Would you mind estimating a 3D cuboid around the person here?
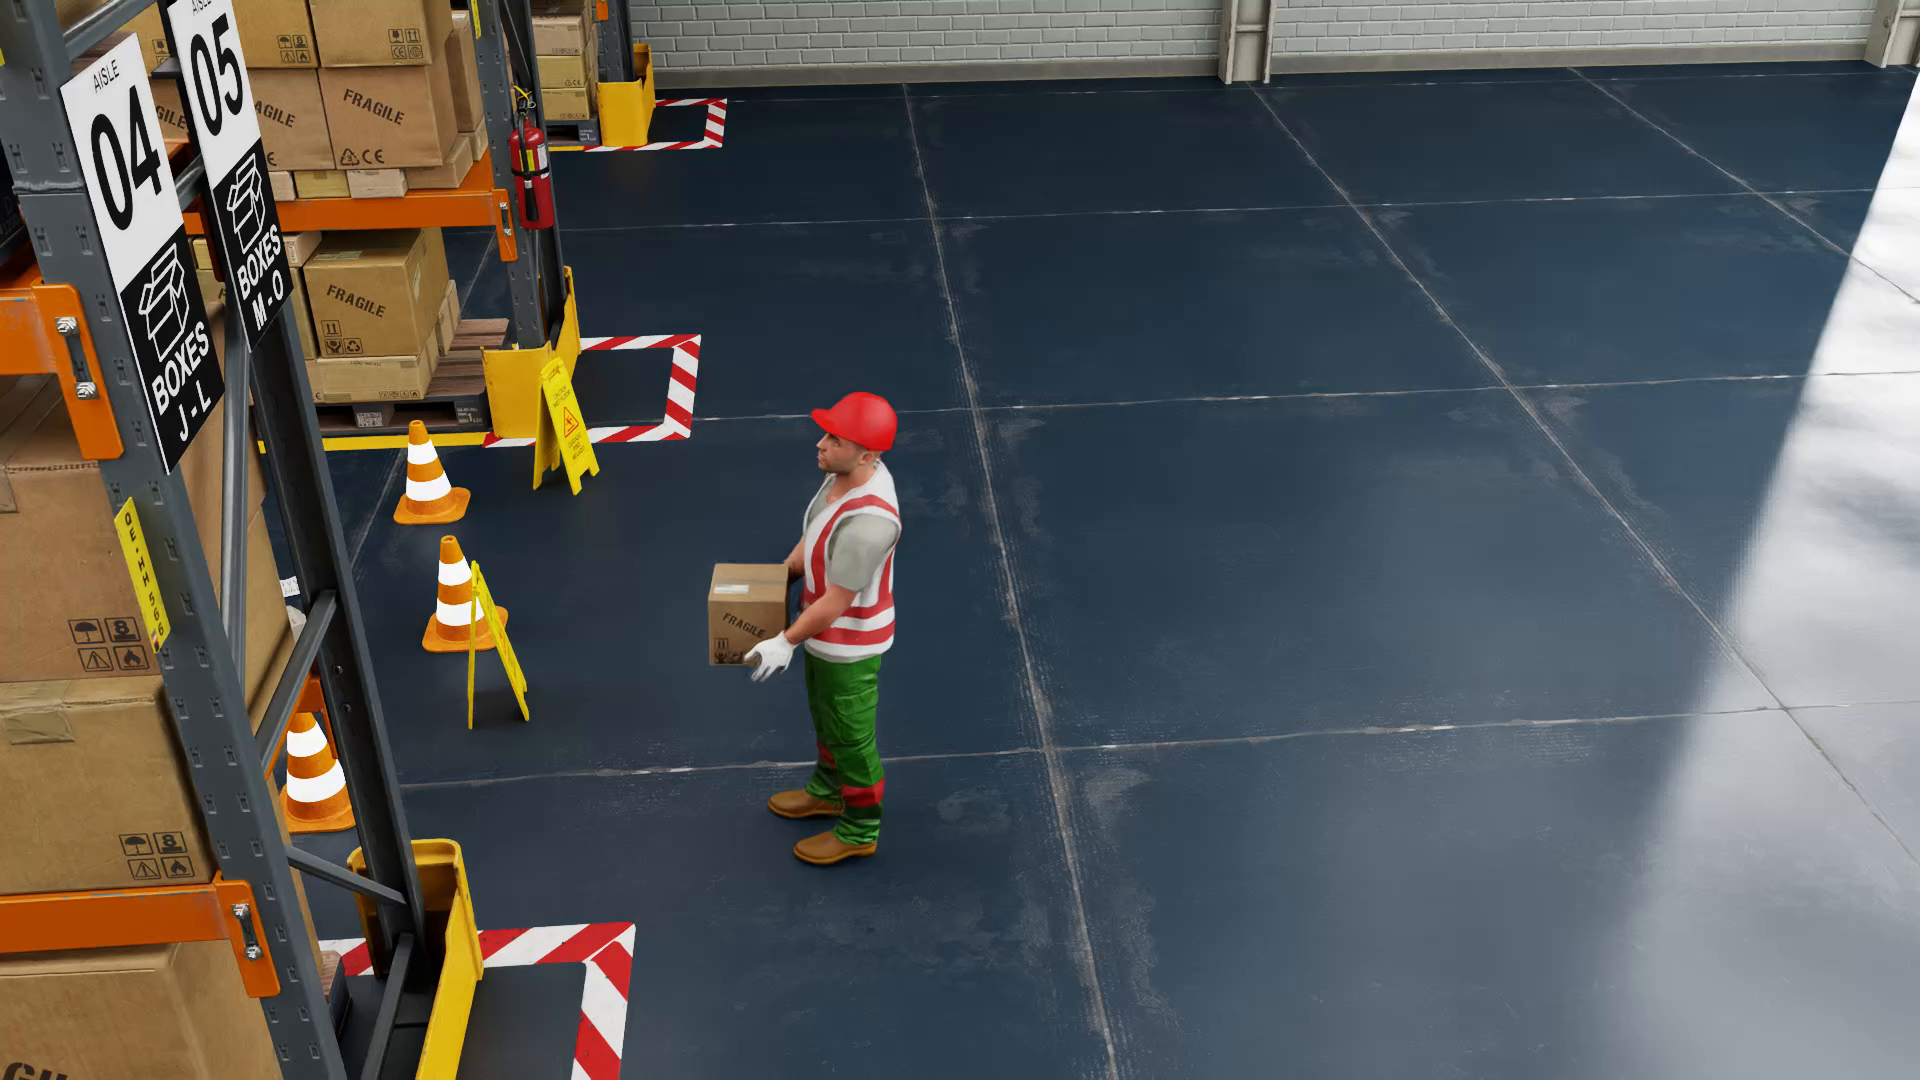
[{"bbox_3d":[-0.463,0.323,5.566,0.536,1.790,0.536,-5,31,-9],"label":"person"}]
